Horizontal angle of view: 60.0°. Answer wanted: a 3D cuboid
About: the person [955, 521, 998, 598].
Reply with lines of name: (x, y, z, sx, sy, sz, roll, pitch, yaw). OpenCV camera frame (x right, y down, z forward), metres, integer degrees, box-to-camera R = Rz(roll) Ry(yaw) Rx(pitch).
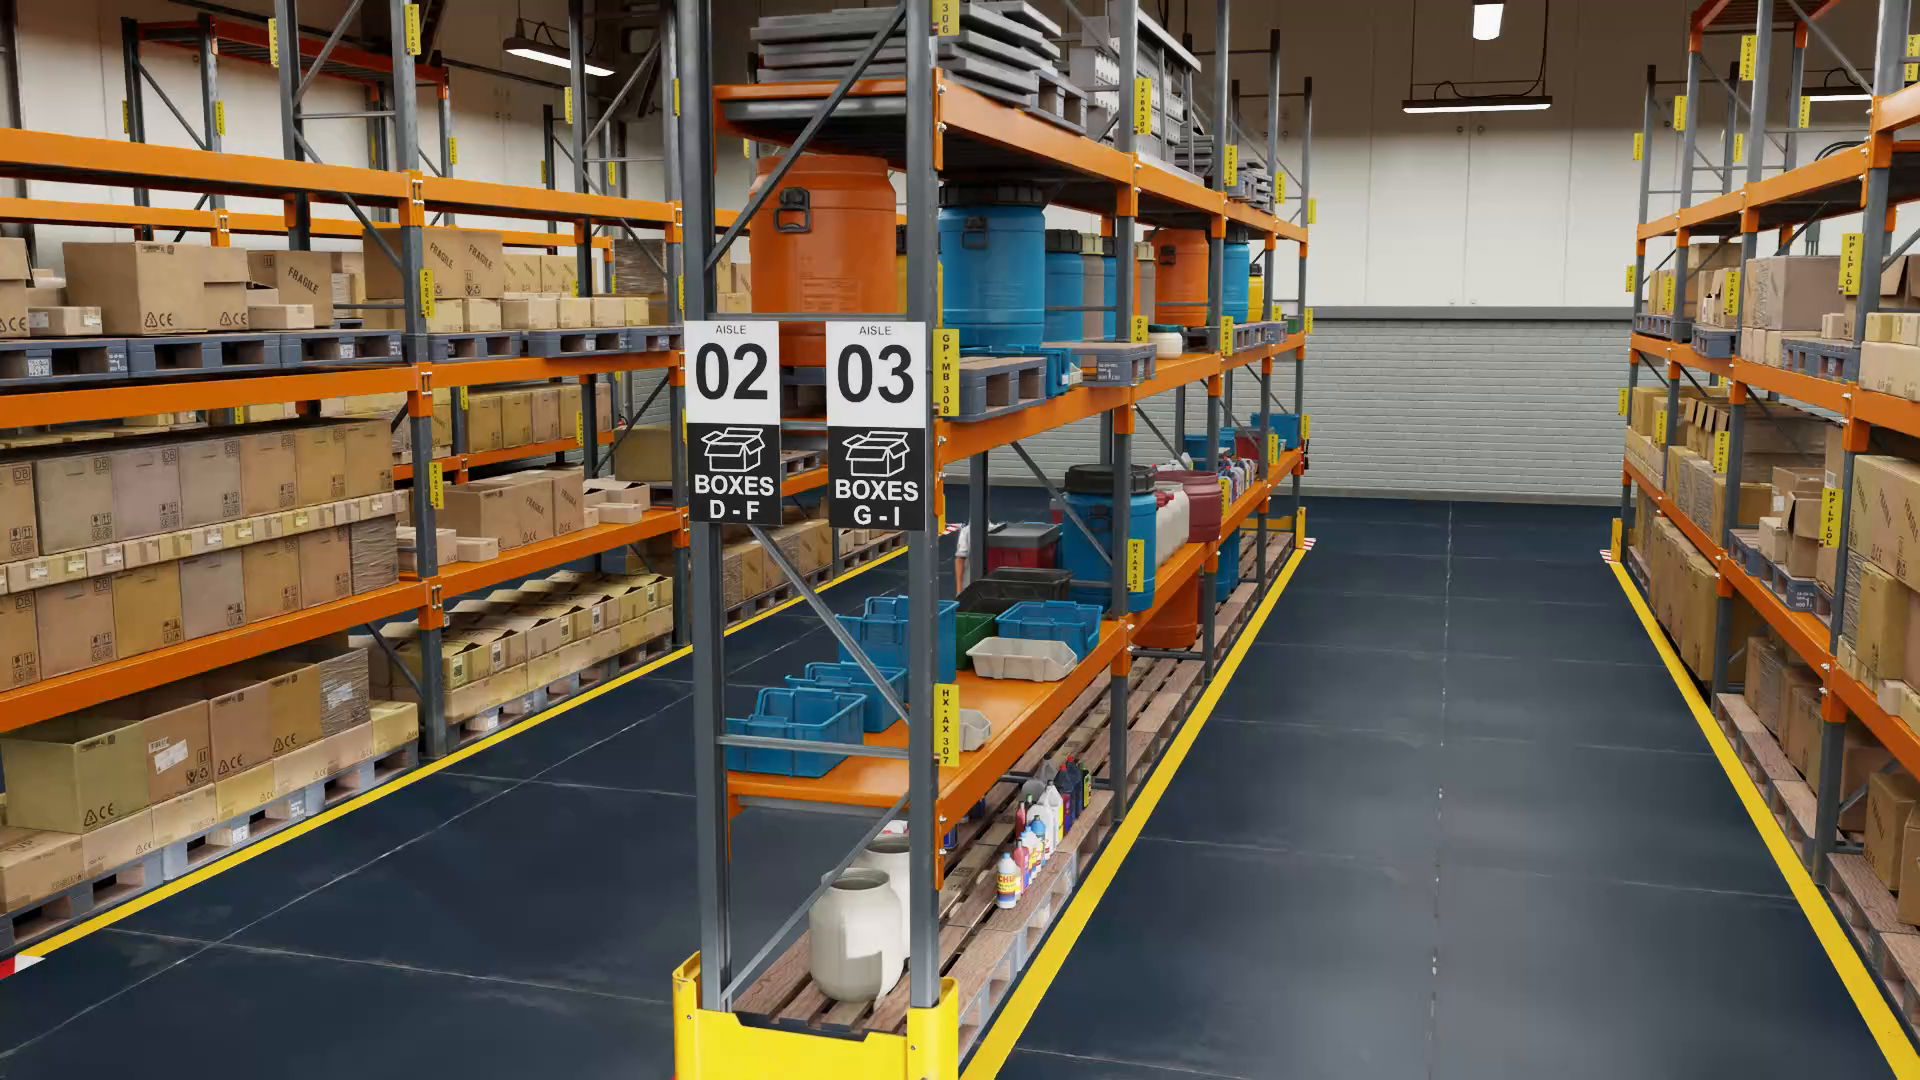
person: (0.236, 0.340, 15.933, 0.538, 1.265, 0.765, 2, 9, 16)
